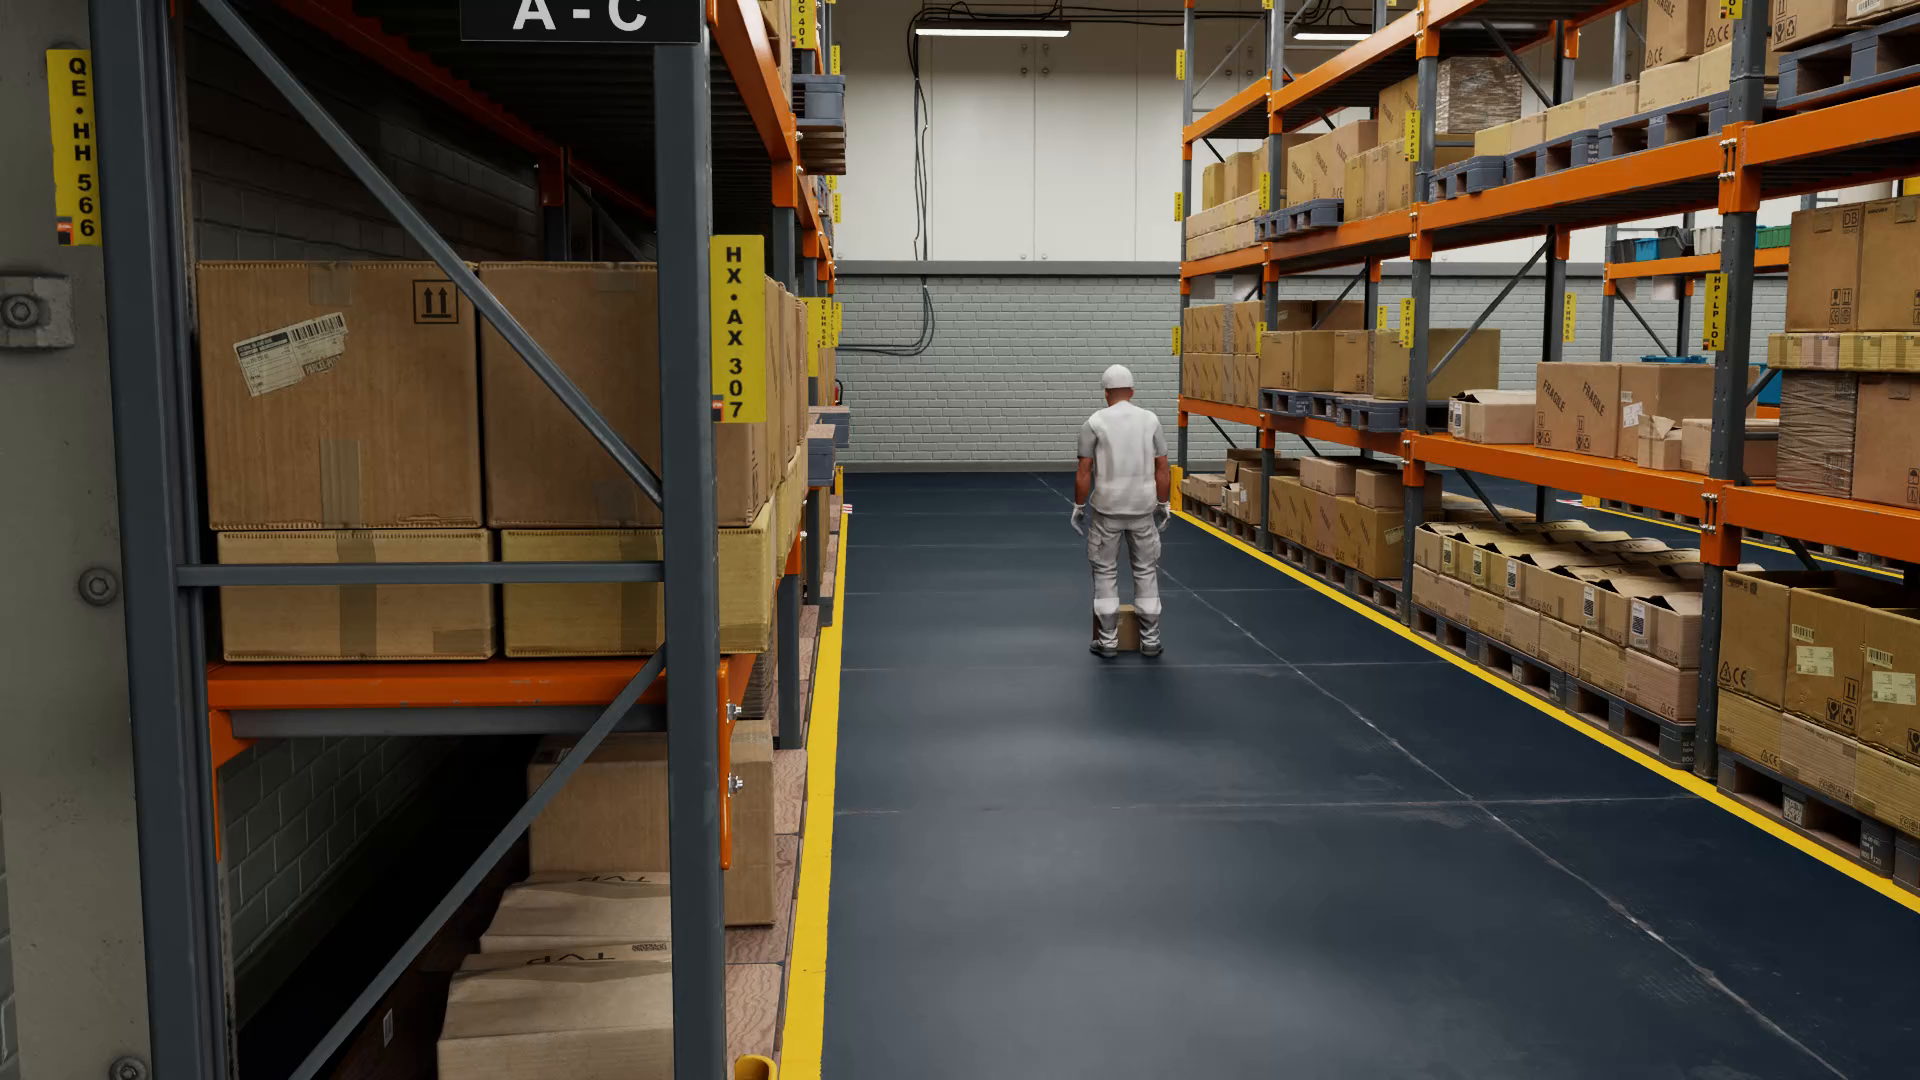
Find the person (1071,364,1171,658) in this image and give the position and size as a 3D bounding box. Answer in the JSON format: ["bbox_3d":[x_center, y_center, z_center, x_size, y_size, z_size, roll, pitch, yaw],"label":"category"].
[{"bbox_3d":[0.989,-0.179,10.180,0.623,1.780,0.447,-1,7,-6],"label":"person"}]
